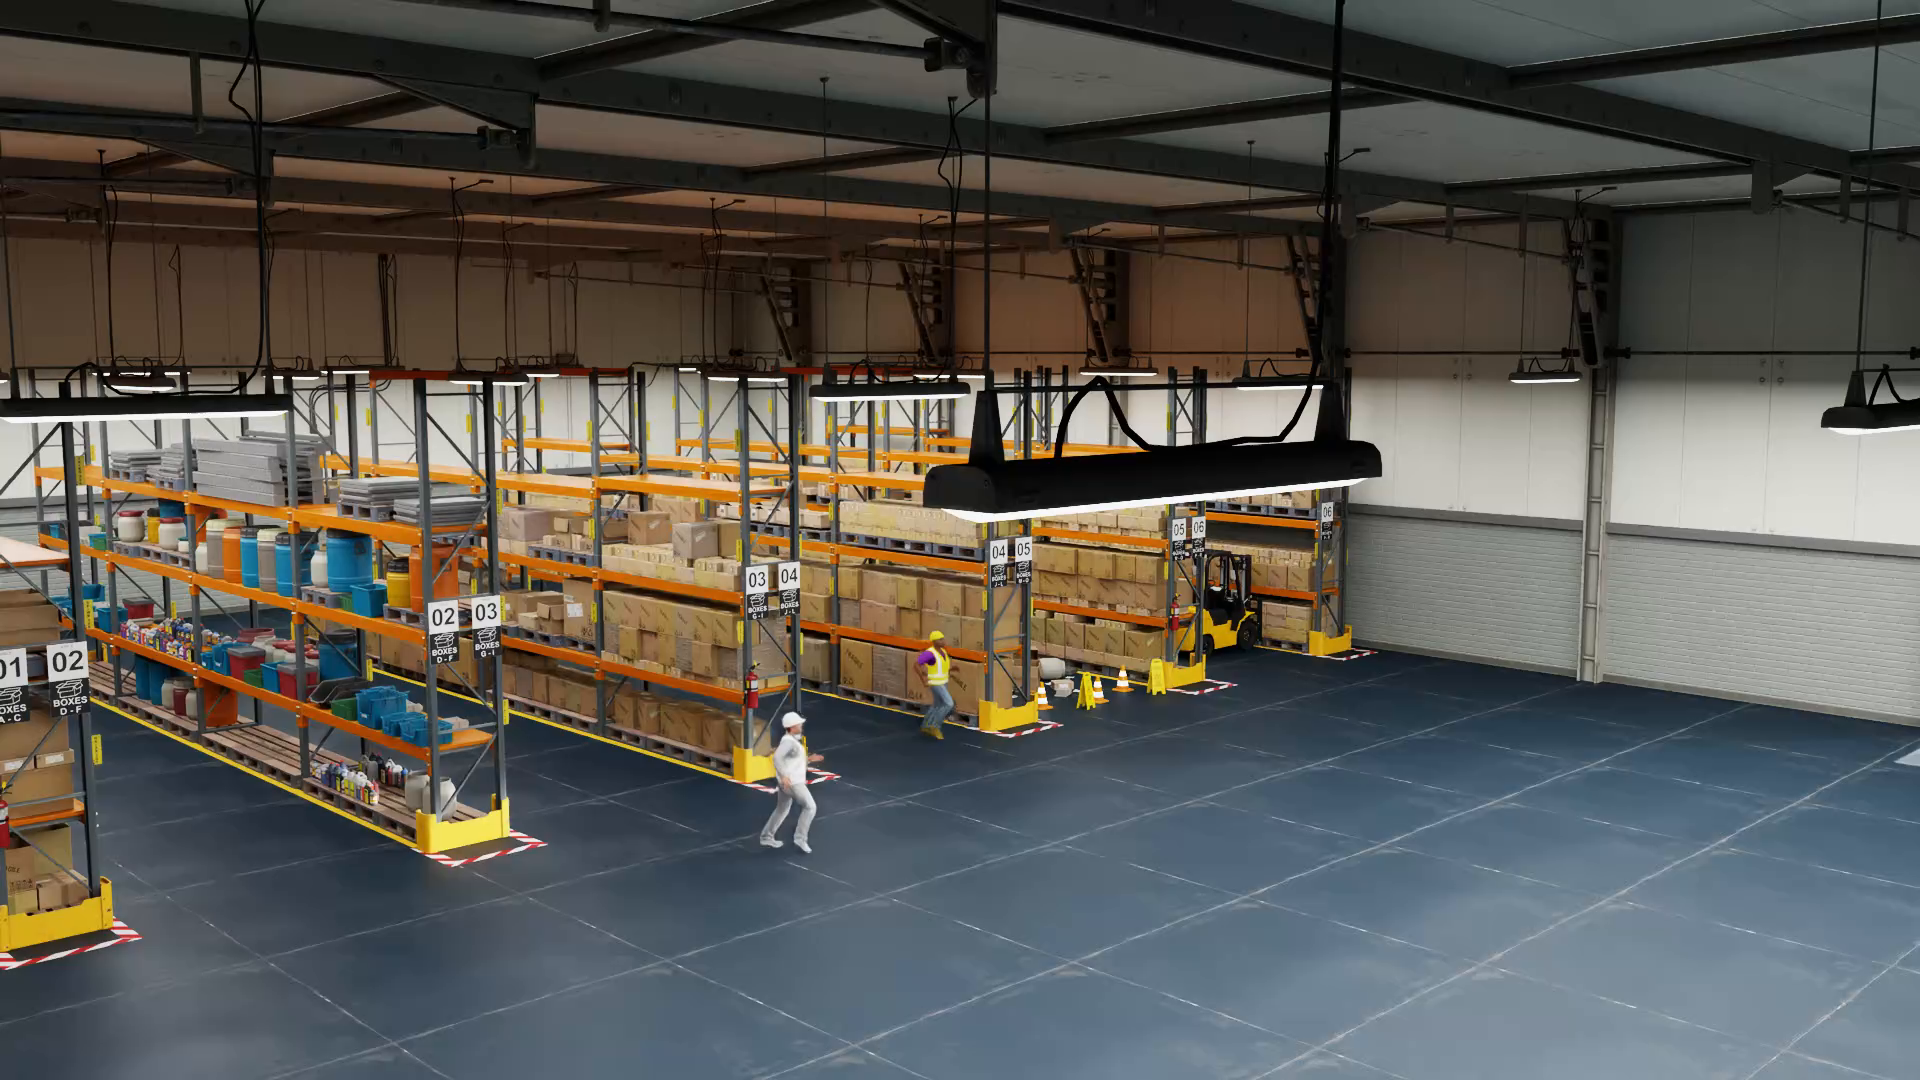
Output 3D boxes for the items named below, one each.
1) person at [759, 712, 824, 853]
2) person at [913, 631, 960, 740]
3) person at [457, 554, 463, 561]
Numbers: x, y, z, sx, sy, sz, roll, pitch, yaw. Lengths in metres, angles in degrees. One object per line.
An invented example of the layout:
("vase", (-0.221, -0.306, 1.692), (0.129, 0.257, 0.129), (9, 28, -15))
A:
("person", (-2.130, 3.084, 21.059), (0.834, 1.826, 0.621), (-2, 7, -15))
("person", (-0.343, 2.384, 27.283), (0.721, 1.789, 0.680), (3, 7, 23))
("person", (-11.863, 1.111, 39.325), (0.616, 1.584, 0.803), (1, 7, 13))
